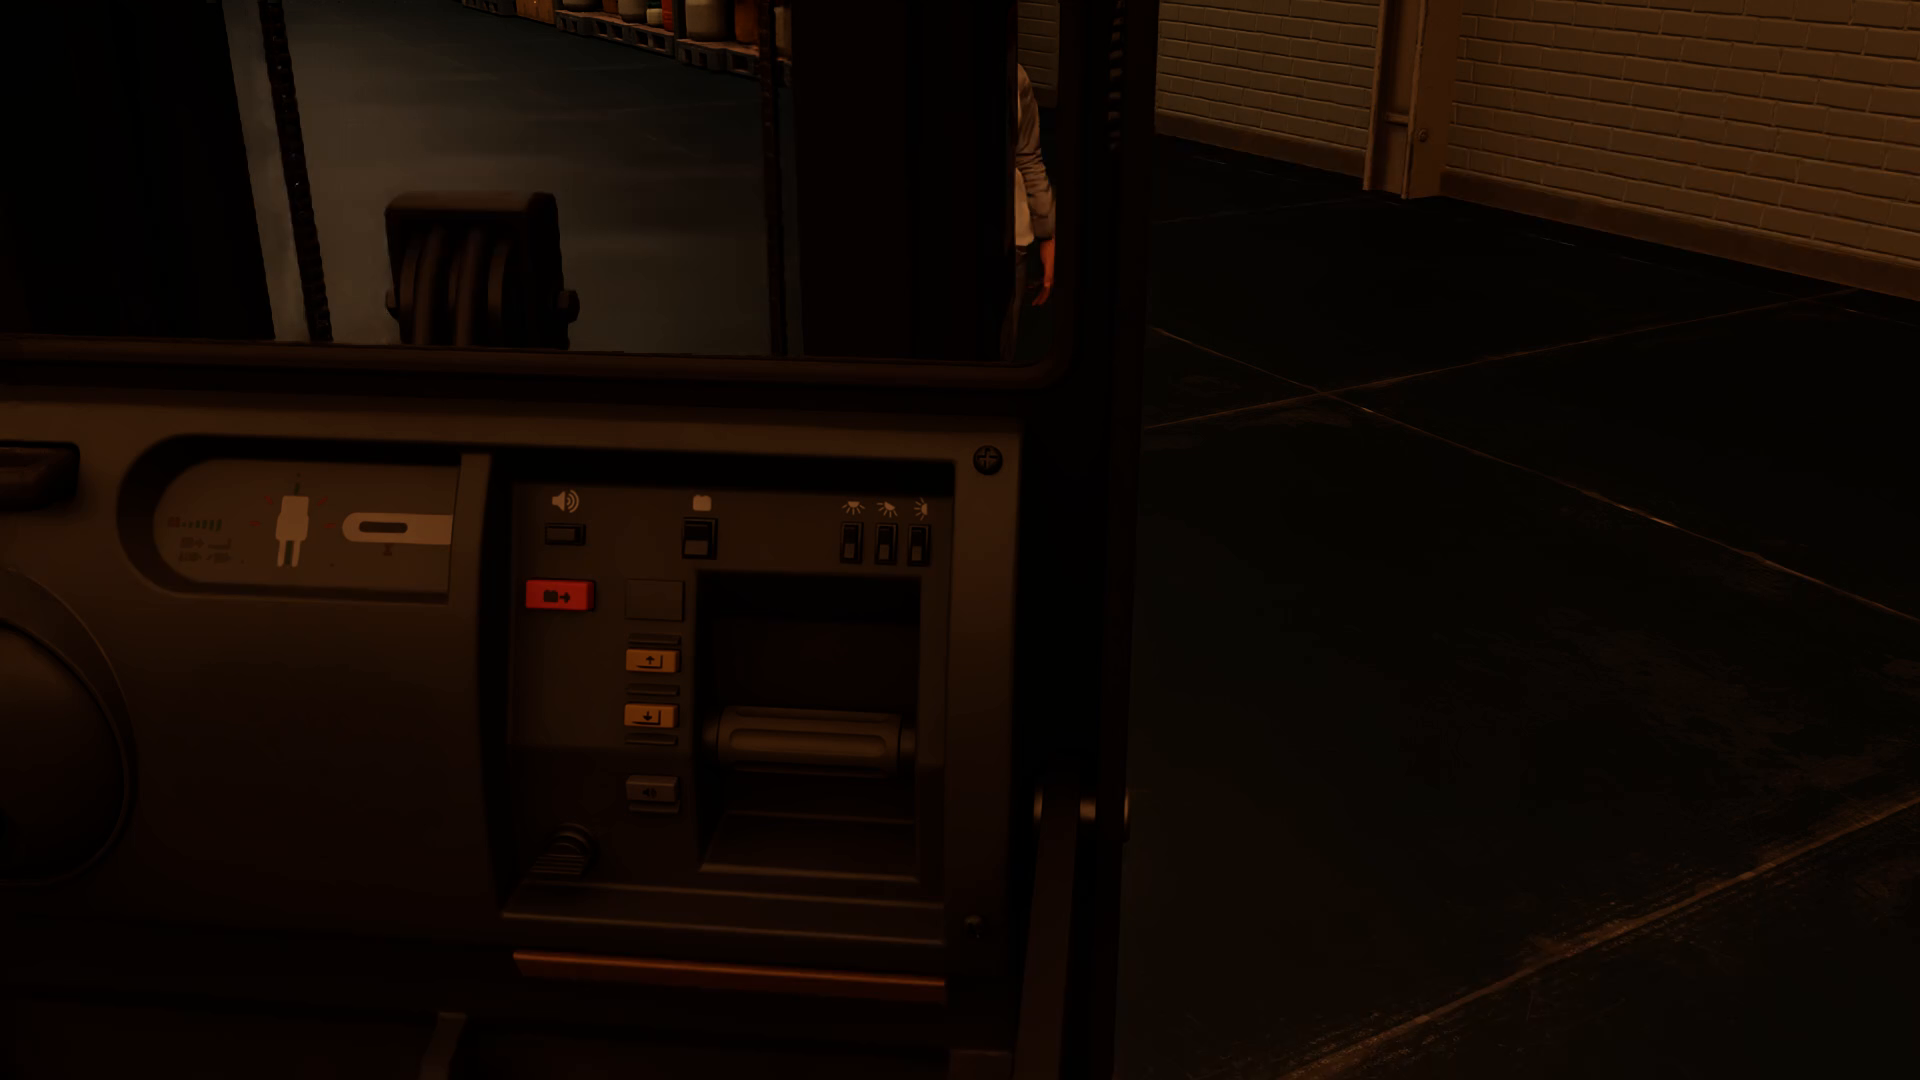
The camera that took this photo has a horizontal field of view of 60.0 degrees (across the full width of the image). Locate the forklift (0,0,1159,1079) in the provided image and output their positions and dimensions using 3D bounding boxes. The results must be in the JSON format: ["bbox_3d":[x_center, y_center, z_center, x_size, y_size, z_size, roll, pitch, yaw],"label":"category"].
[{"bbox_3d":[-0.442,0.116,0.991,1.130,2.935,3.031,2,22,6],"label":"forklift"}]

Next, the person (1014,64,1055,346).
[{"bbox_3d":[0.024,-0.806,4.742,0.632,1.773,0.568,-12,25,-28],"label":"person"}]
